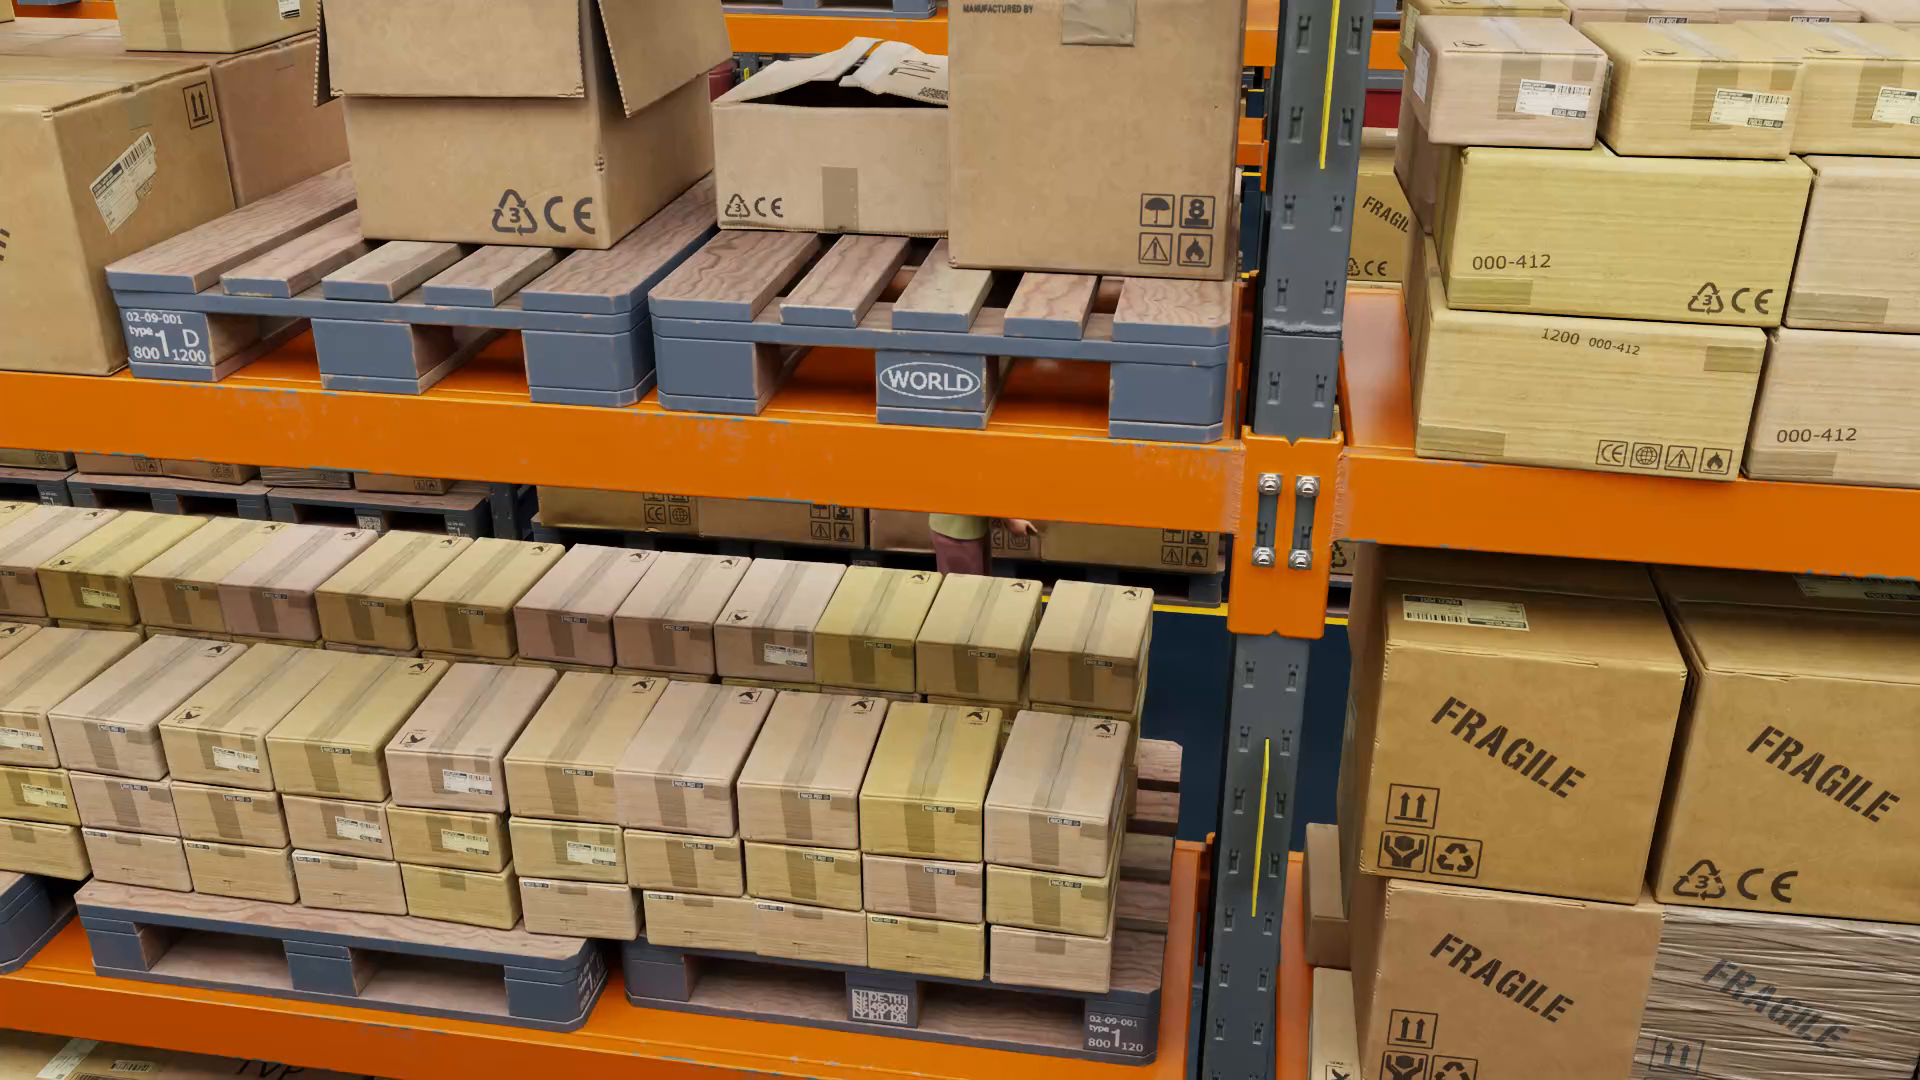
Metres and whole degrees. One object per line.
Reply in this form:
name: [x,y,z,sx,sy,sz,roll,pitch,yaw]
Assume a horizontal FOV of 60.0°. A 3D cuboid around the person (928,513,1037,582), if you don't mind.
person: [0.080,-0.042,7.213,0.551,1.664,0.425,5,25,10]
